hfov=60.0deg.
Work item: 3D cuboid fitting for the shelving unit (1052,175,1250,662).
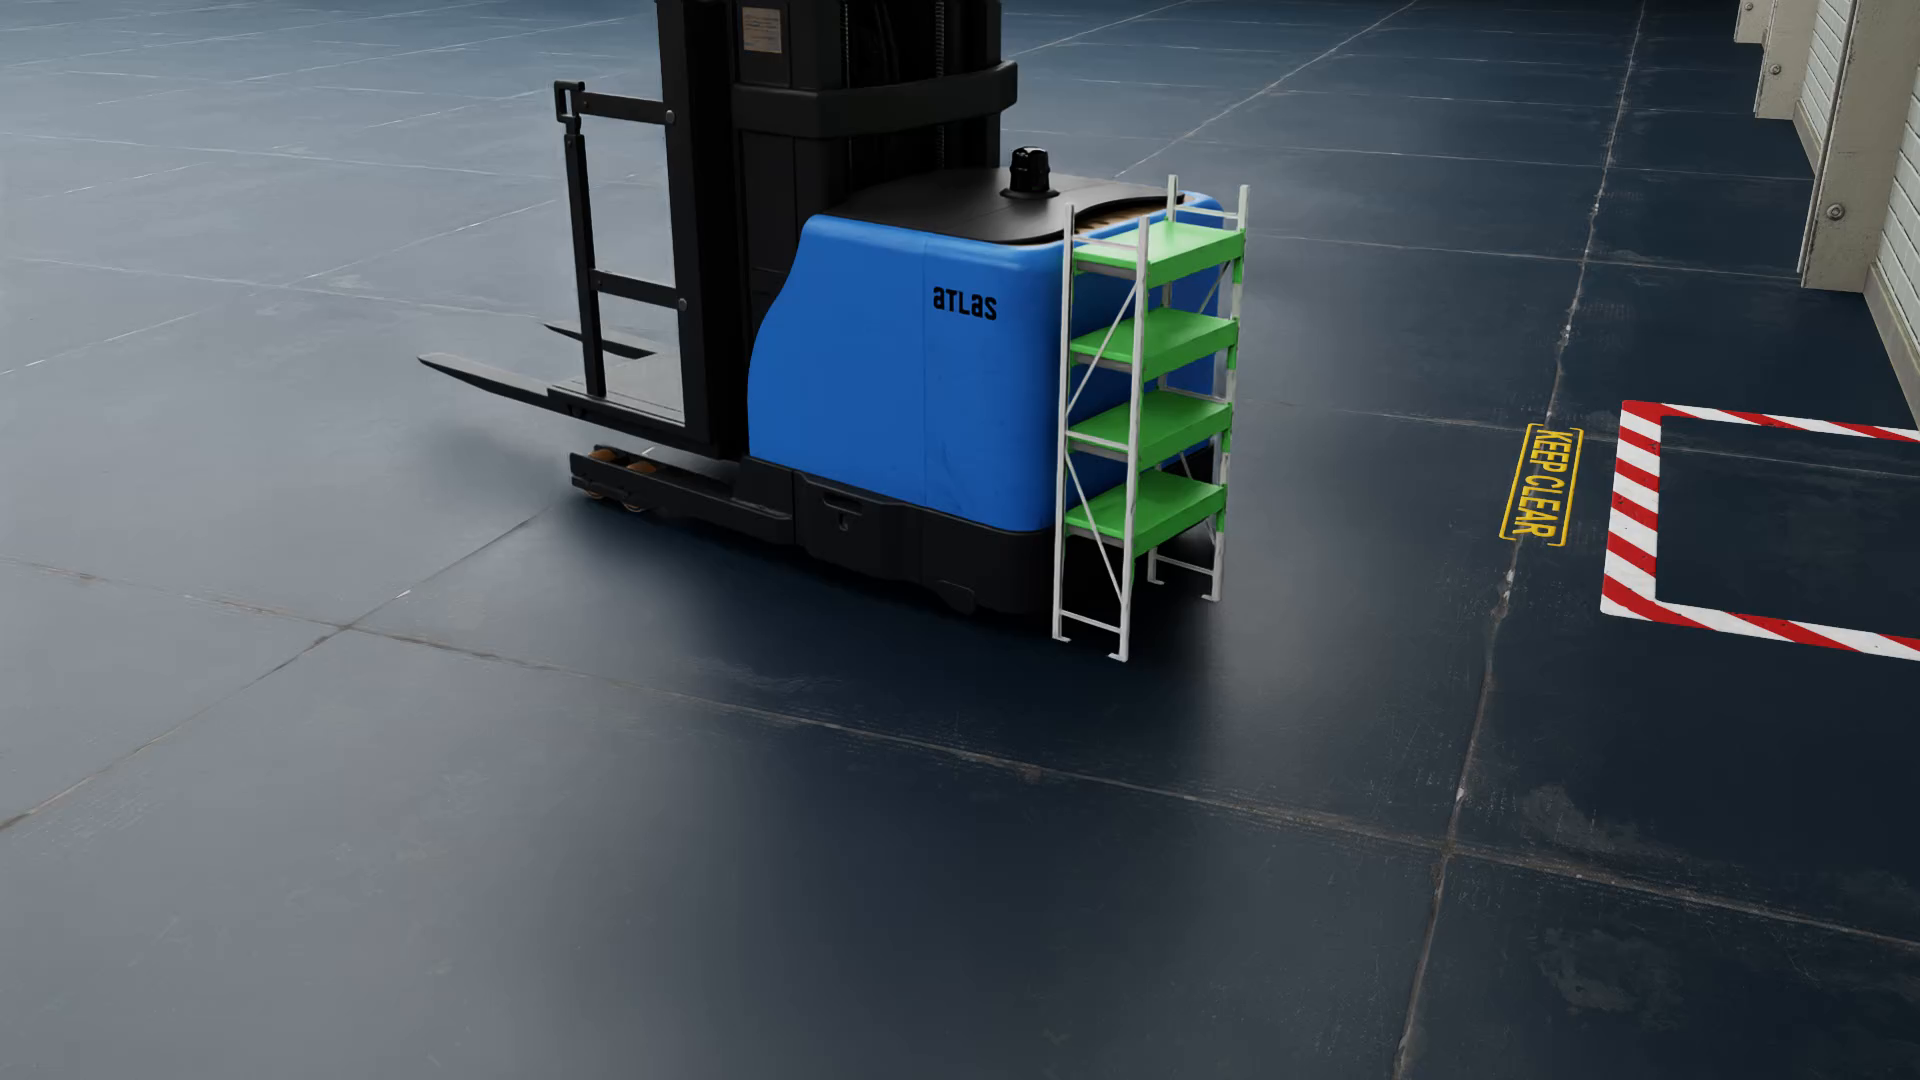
[{"bbox_3d":[0.507,-0.330,4.480,0.258,1.200,0.503,17,28,35],"label":"shelving unit"}]

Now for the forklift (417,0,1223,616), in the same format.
[{"bbox_3d":[-0.678,-1.584,5.240,3.031,2.935,1.130,17,28,35],"label":"forklift"}]

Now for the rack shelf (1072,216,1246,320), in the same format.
[{"bbox_3d":[0.509,-0.713,4.318,0.258,0.148,0.480,17,28,35],"label":"rack shelf"}]

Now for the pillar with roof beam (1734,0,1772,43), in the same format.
[{"bbox_3d":[4.853,-10.364,18.387,9.100,9.000,0.400,9,24,20],"label":"pillar with roof beam"}]

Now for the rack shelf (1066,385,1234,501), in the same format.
[{"bbox_3d":[0.507,-0.271,4.505,0.258,0.148,0.480,17,28,35],"label":"rack shelf"}]

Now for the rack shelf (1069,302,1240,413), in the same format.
[{"bbox_3d":[0.508,-0.492,4.412,0.258,0.148,0.480,17,28,35],"label":"rack shelf"}]

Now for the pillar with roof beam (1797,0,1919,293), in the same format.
[{"bbox_3d":[0.395,-6.070,8.106,9.100,9.000,0.400,9,24,20],"label":"pillar with roof beam"}]

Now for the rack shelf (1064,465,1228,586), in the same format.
[{"bbox_3d":[0.506,-0.050,4.598,0.258,0.148,0.480,17,28,35],"label":"rack shelf"}]

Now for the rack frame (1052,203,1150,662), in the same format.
[{"bbox_3d":[0.356,-0.256,4.303,0.240,1.200,0.015,17,28,35],"label":"rack frame"}]

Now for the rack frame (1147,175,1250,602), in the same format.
[{"bbox_3d":[0.658,-0.403,4.657,0.240,1.200,0.015,17,28,35],"label":"rack frame"}]

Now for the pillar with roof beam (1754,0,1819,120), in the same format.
[{"bbox_3d":[2.624,-8.217,13.246,9.100,9.000,0.400,9,24,20],"label":"pillar with roof beam"}]
